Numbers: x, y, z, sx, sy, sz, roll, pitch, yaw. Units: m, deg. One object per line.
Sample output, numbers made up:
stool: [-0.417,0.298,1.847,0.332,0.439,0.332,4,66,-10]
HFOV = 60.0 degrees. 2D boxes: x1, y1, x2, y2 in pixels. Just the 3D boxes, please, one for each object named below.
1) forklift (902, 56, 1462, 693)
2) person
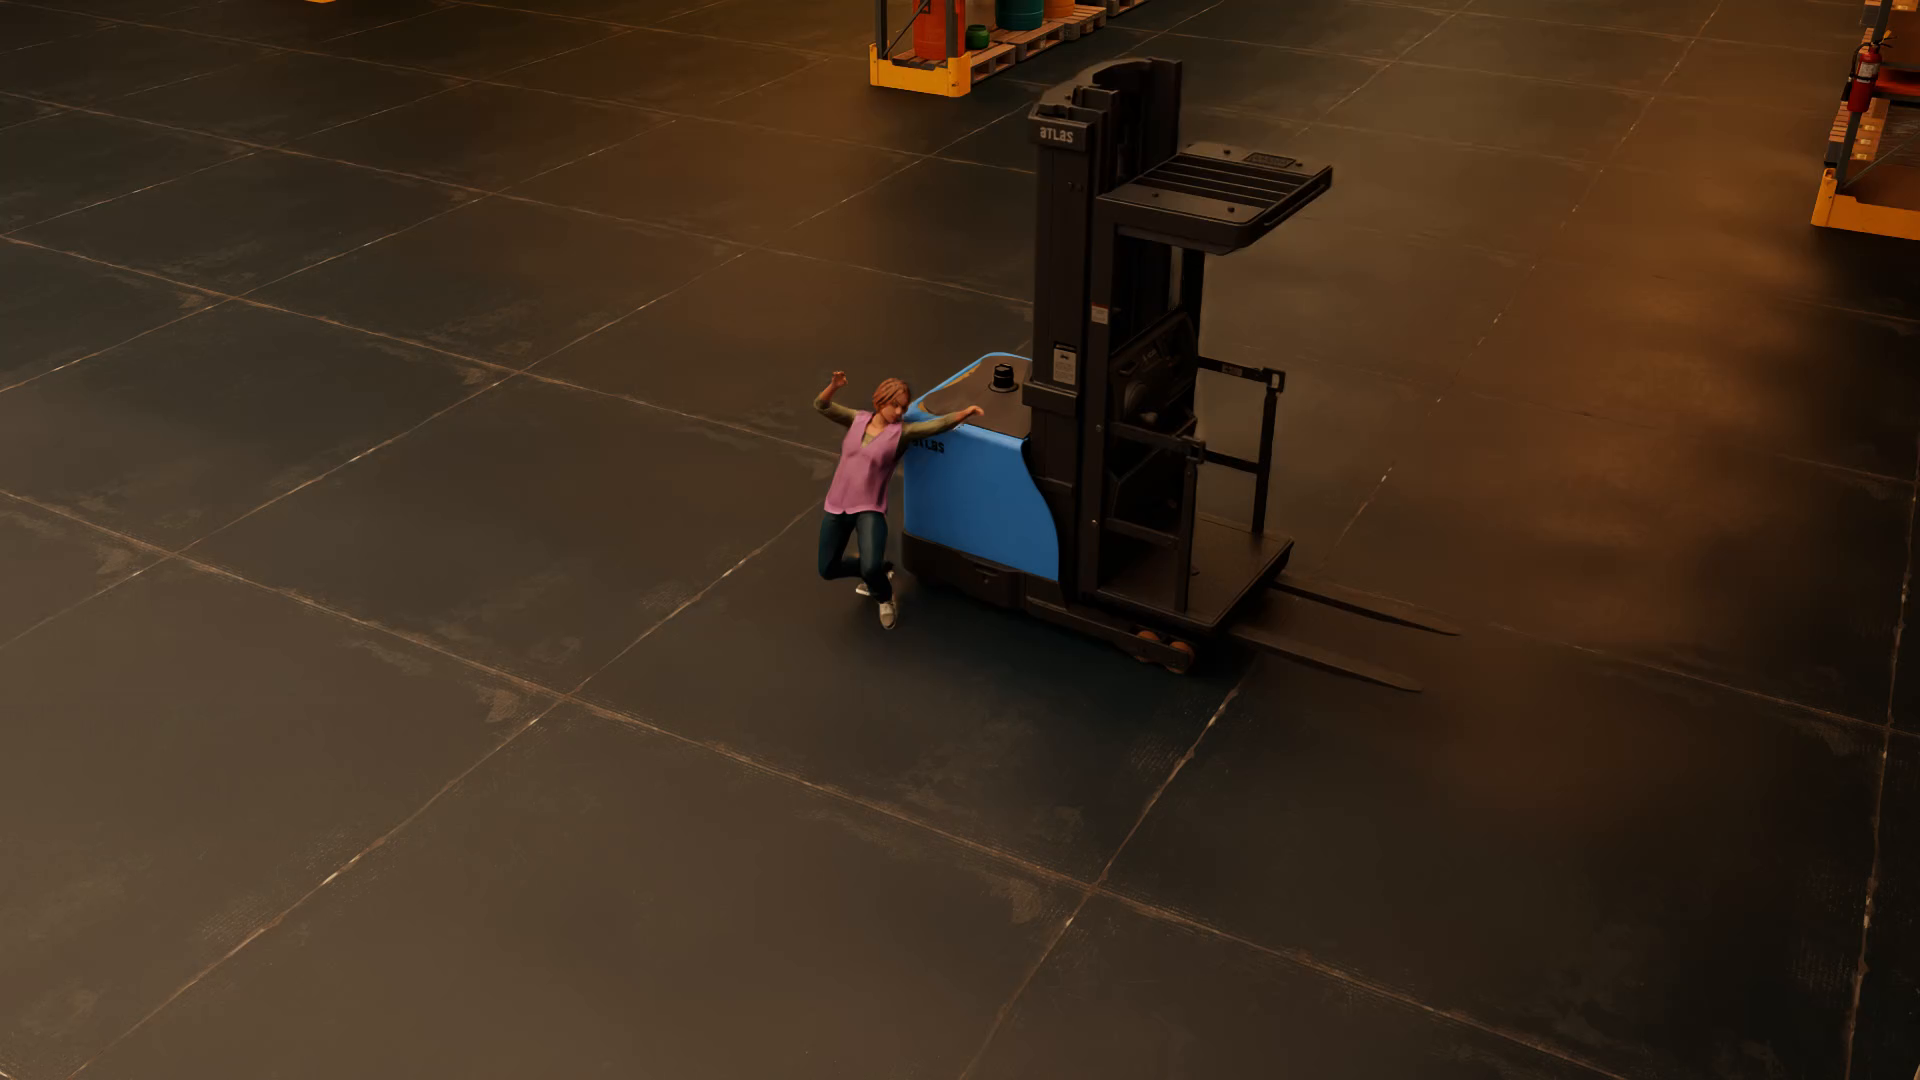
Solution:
forklift: [1.185,-0.868,8.575,3.031,2.935,1.130,18,34,28]
person: [-0.355,-0.212,8.878,0.933,1.500,0.727,14,33,23]
